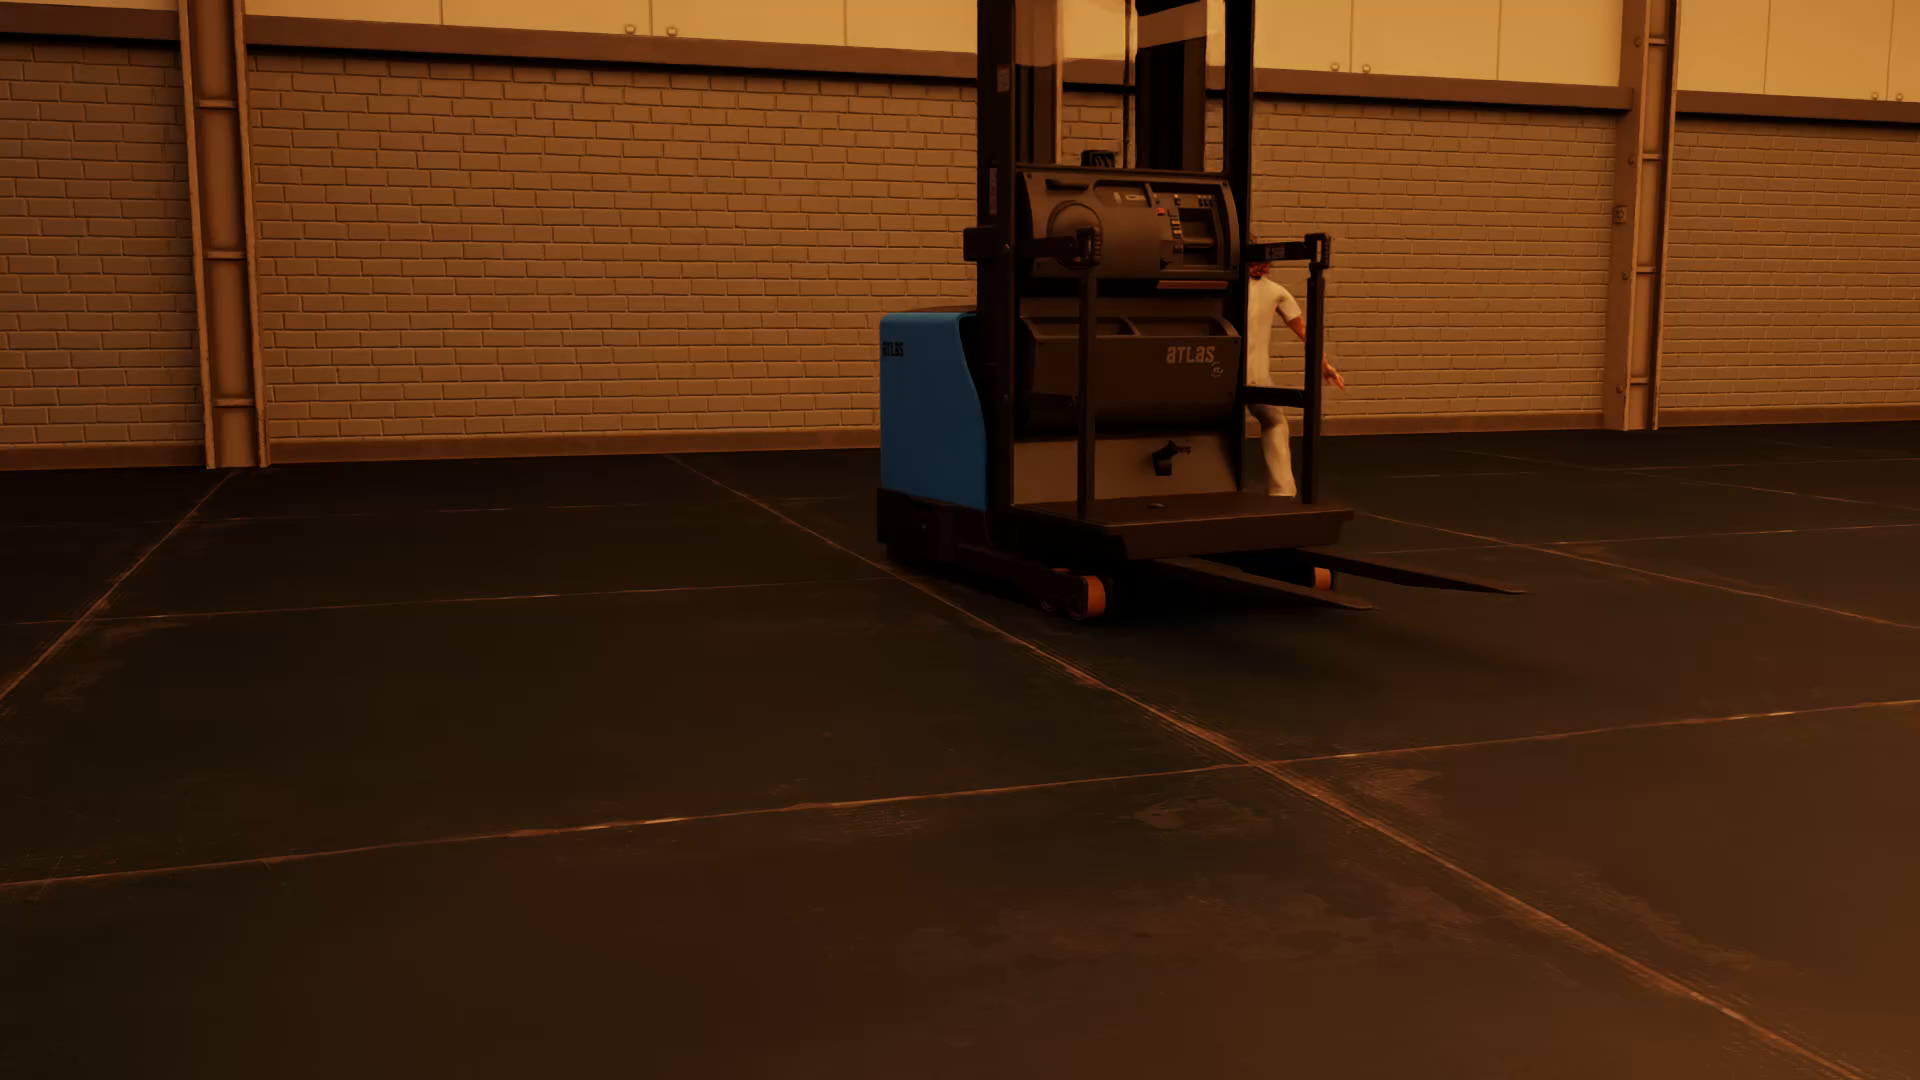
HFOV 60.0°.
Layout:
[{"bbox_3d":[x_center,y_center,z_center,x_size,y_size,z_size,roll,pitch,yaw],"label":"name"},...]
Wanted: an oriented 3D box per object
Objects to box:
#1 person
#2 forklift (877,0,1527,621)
[{"bbox_3d":[1.513,-0.870,8.902,1.059,1.566,0.507,-1,8,-7],"label":"person"},{"bbox_3d":[0.757,-1.235,6.128,1.130,2.935,3.031,-4,9,-27],"label":"forklift"}]
